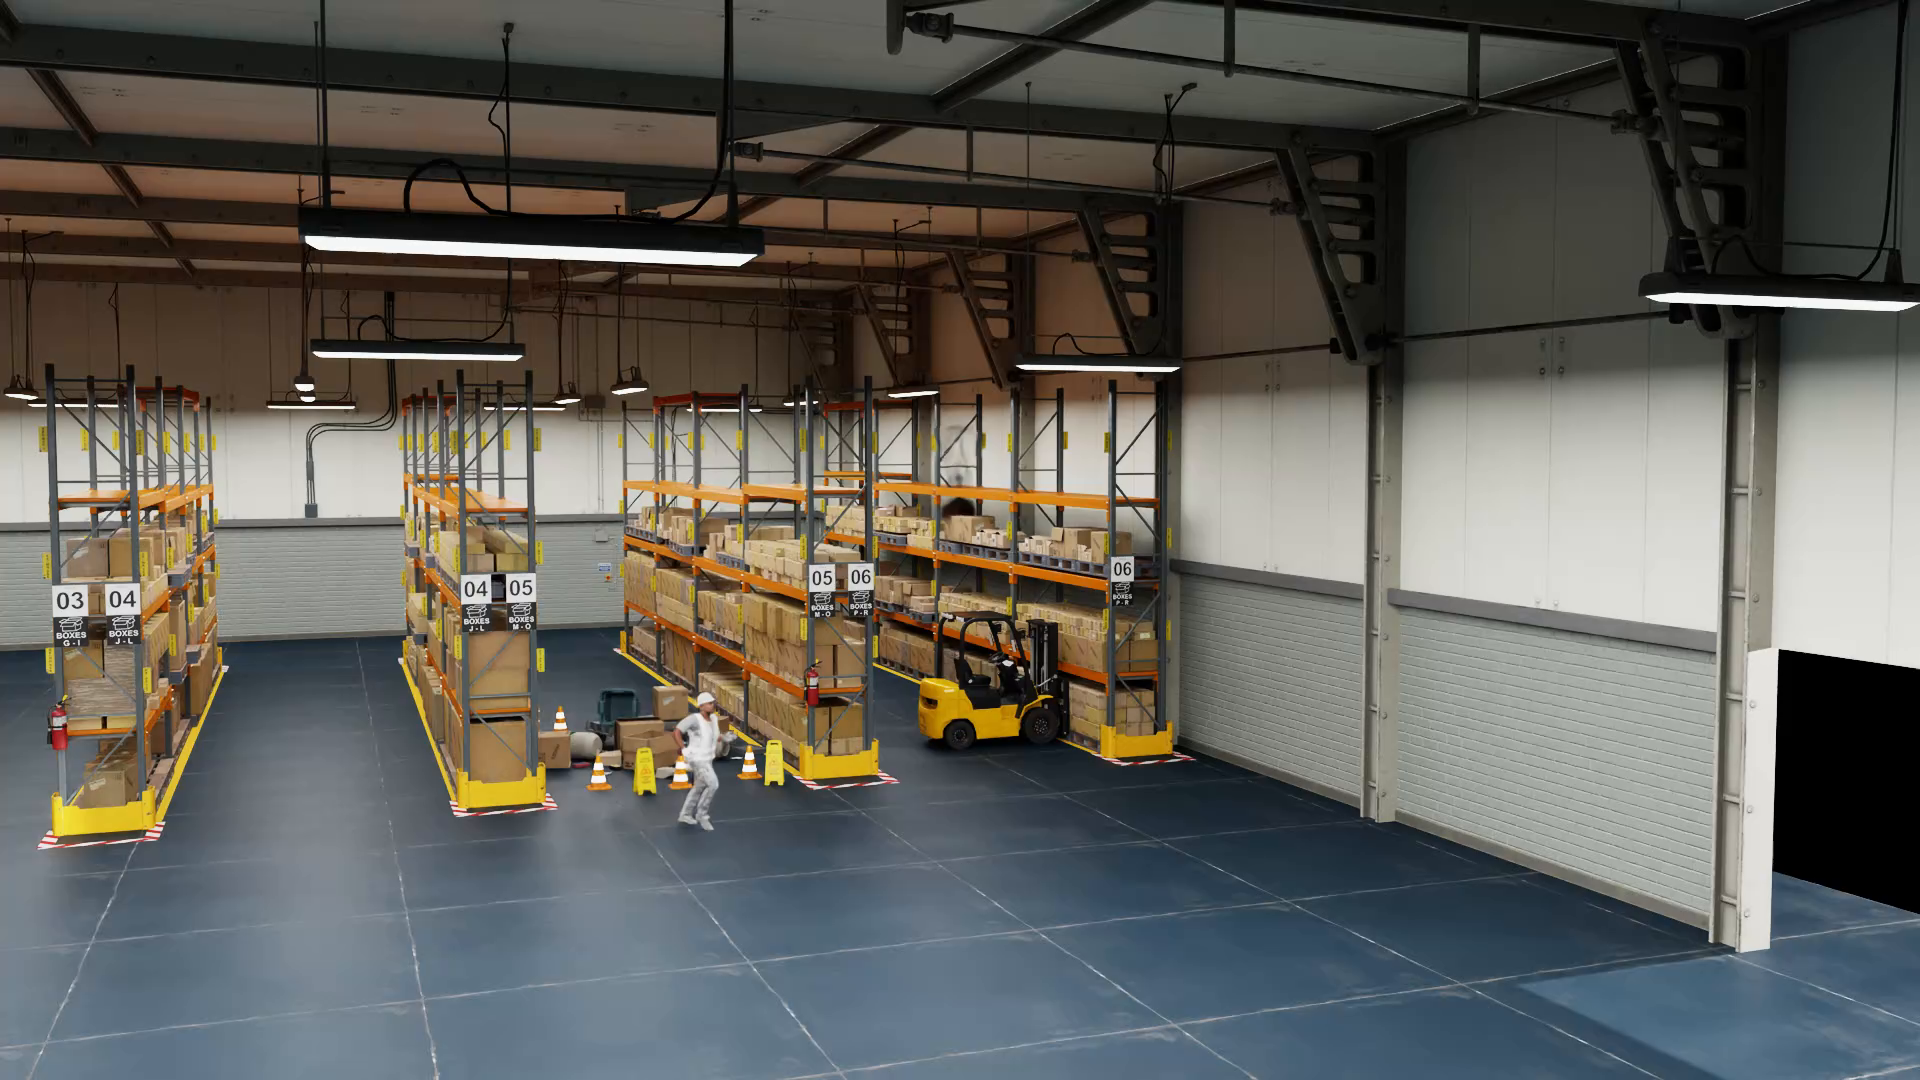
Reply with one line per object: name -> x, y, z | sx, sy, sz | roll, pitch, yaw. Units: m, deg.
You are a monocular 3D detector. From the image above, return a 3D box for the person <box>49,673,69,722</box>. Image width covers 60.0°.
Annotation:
person -> -15.722, 2.505, 29.342 | 0.635, 1.634, 0.672 | -1, 4, -20

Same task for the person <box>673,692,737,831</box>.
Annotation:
person -> -3.316, 2.873, 21.500 | 0.789, 1.810, 0.680 | 1, 4, 21
